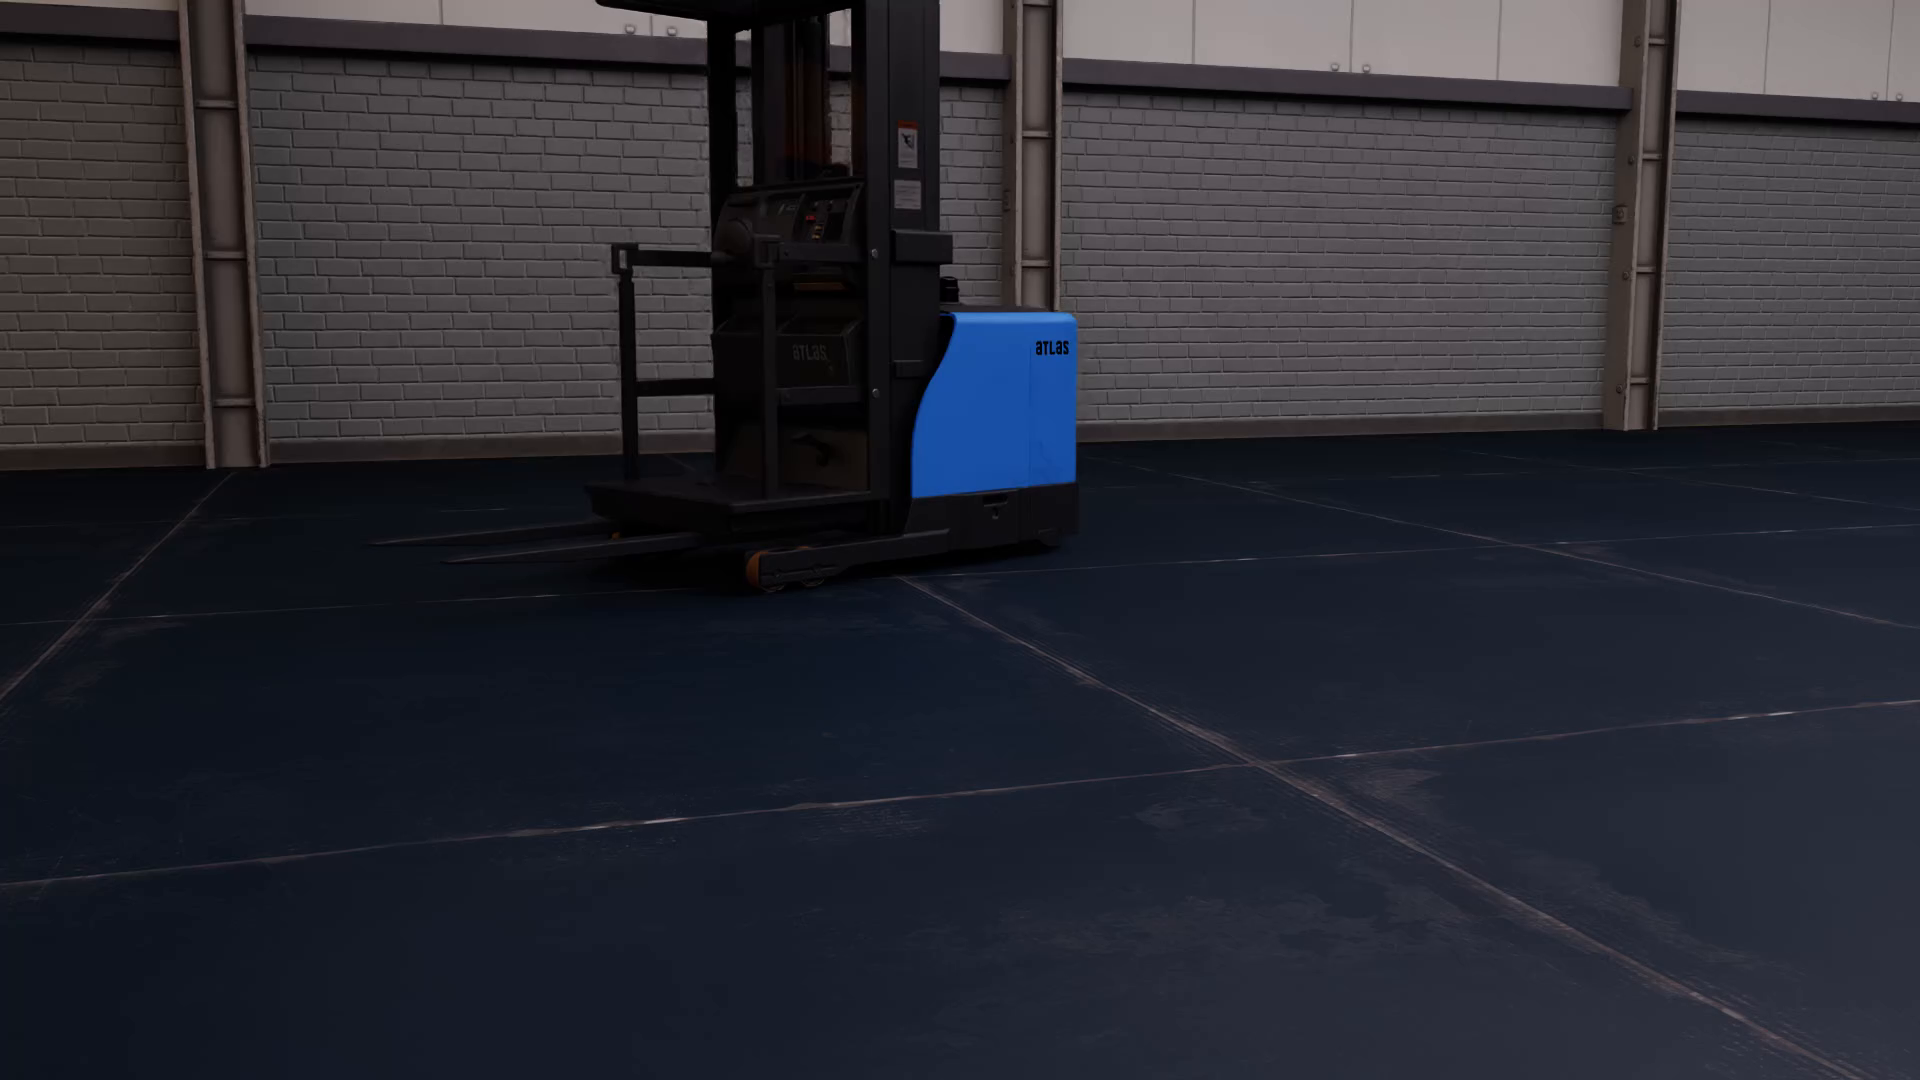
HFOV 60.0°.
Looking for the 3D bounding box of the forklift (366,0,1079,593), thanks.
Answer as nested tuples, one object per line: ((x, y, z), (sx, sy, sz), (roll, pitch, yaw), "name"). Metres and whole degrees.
((-0.877, -1.326, 6.796), (3.031, 2.935, 1.130), (-7, 11, -43), "forklift")
